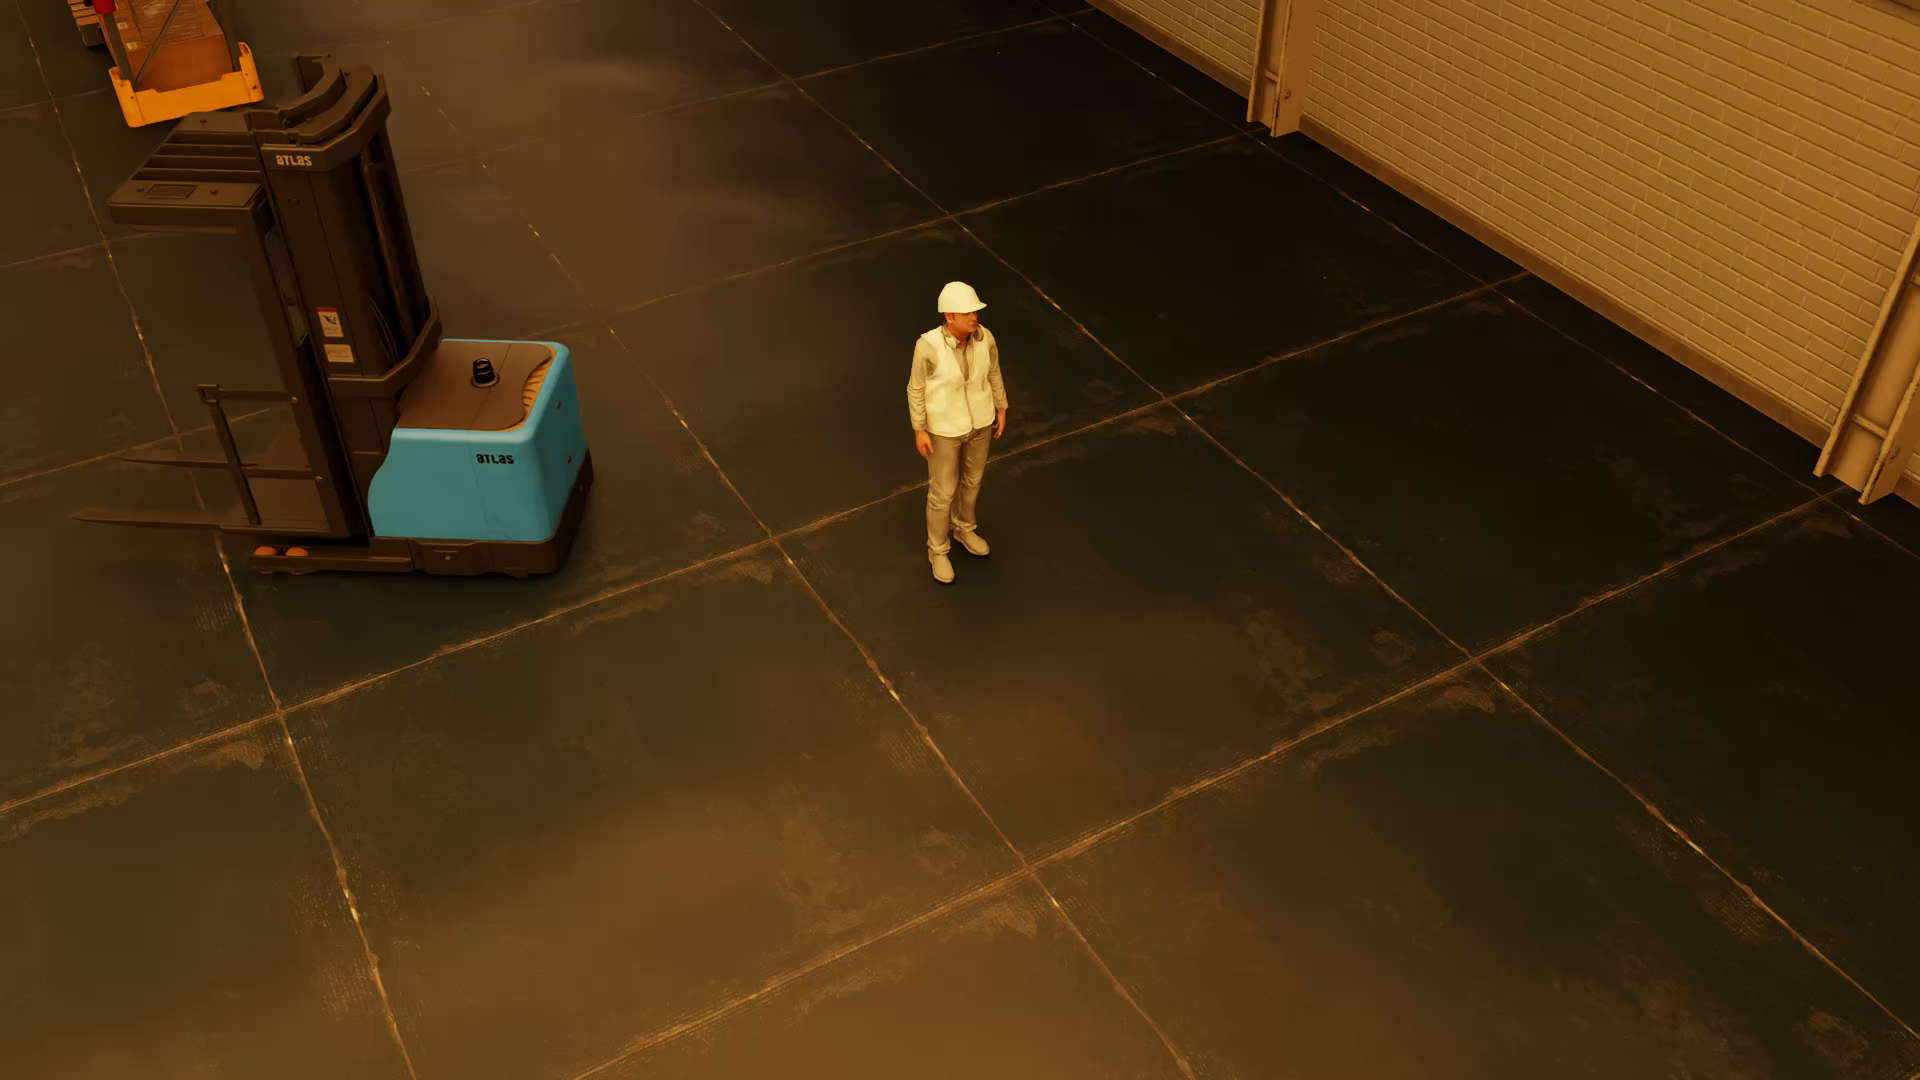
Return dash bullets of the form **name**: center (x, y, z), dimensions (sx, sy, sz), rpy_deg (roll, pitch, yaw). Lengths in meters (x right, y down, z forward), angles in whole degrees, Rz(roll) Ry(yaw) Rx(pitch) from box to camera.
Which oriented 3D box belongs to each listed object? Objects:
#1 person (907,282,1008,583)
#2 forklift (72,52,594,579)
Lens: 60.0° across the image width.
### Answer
- **person**: center (0.025, -0.651, 9.716), dimensions (0.633, 1.775, 0.566), rpy_deg (-20, 44, -23)
- **forklift**: center (-3.892, -1.253, 9.547), dimensions (3.031, 2.935, 1.130), rpy_deg (2, 40, 2)
